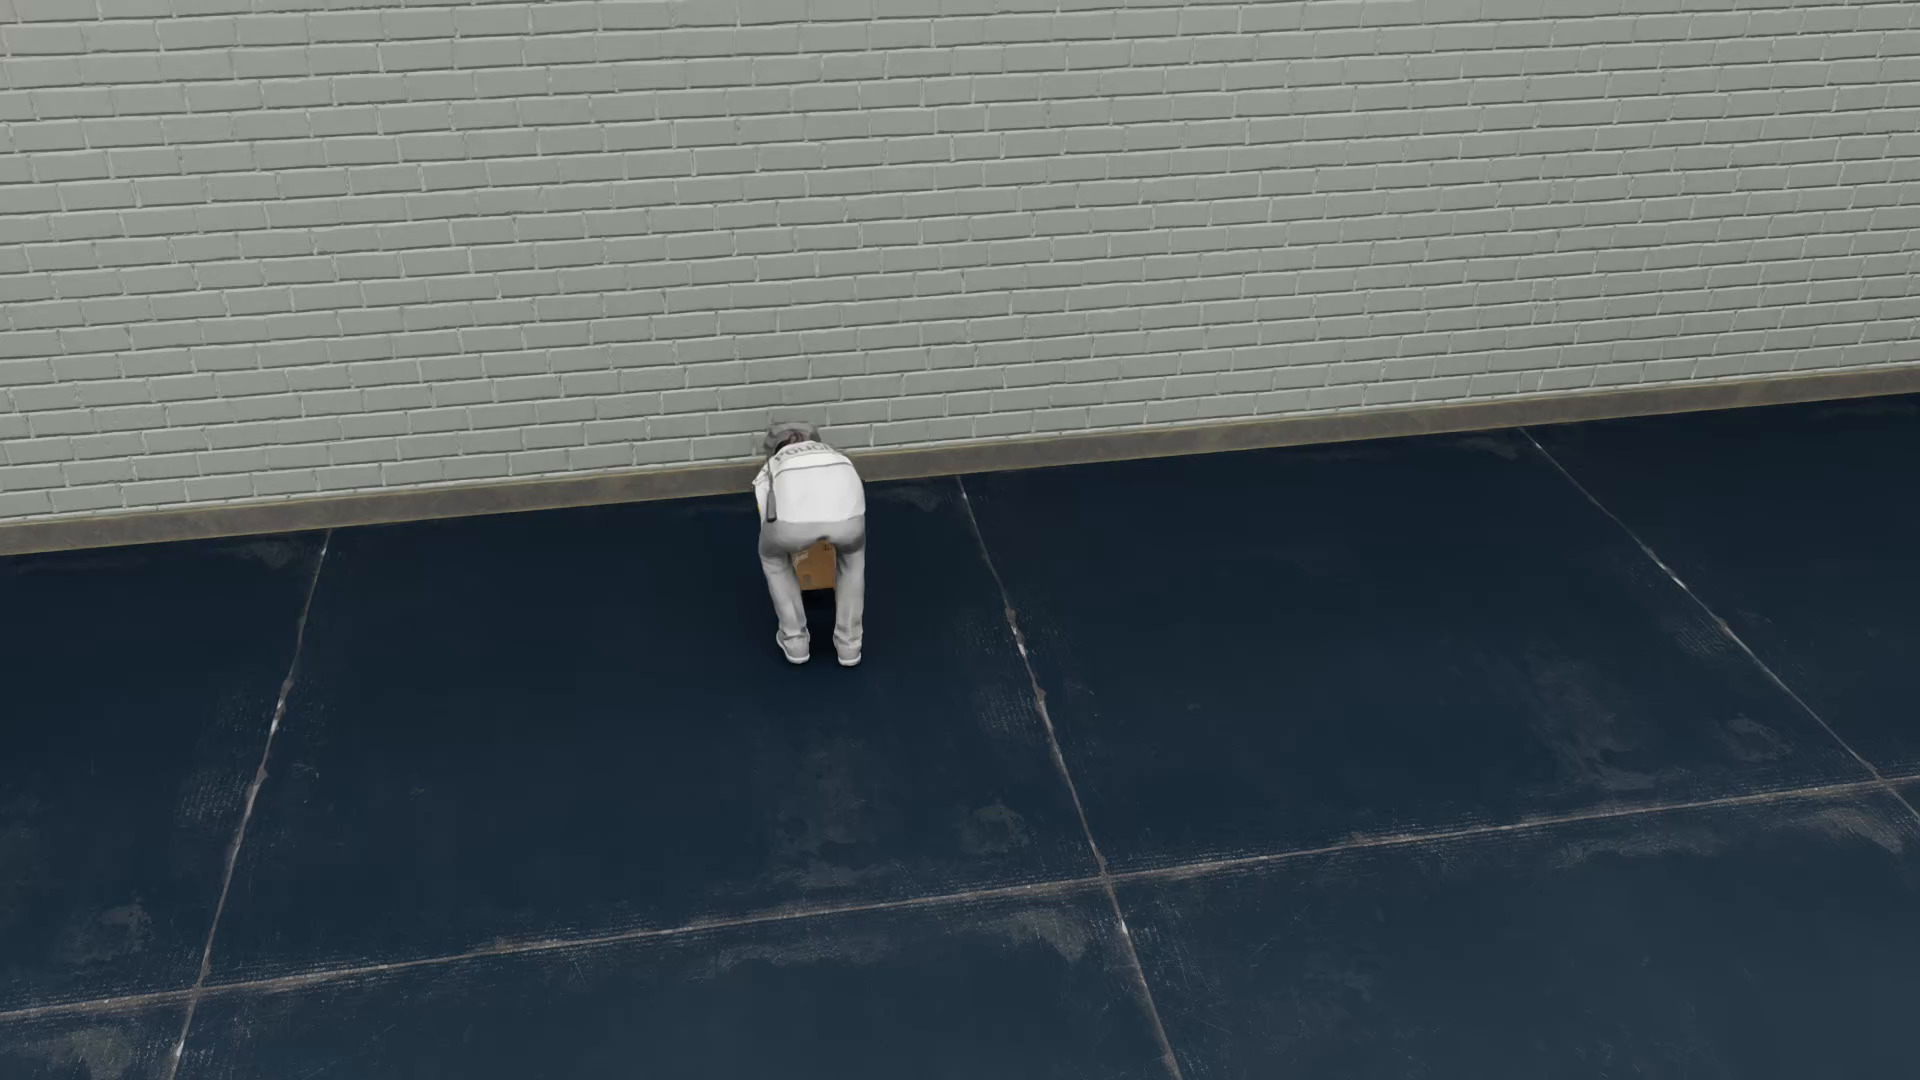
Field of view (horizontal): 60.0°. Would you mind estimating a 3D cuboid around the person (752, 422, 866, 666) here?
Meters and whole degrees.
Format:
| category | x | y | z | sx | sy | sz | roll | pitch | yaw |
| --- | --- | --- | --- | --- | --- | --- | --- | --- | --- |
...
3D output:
| category | x | y | z | sx | sy | sz | roll | pitch | yaw |
| --- | --- | --- | --- | --- | --- | --- | --- | --- | --- |
| person | -0.619 | -0.017 | 6.860 | 0.437 | 0.947 | 0.891 | -7 | 32 | -11 |
